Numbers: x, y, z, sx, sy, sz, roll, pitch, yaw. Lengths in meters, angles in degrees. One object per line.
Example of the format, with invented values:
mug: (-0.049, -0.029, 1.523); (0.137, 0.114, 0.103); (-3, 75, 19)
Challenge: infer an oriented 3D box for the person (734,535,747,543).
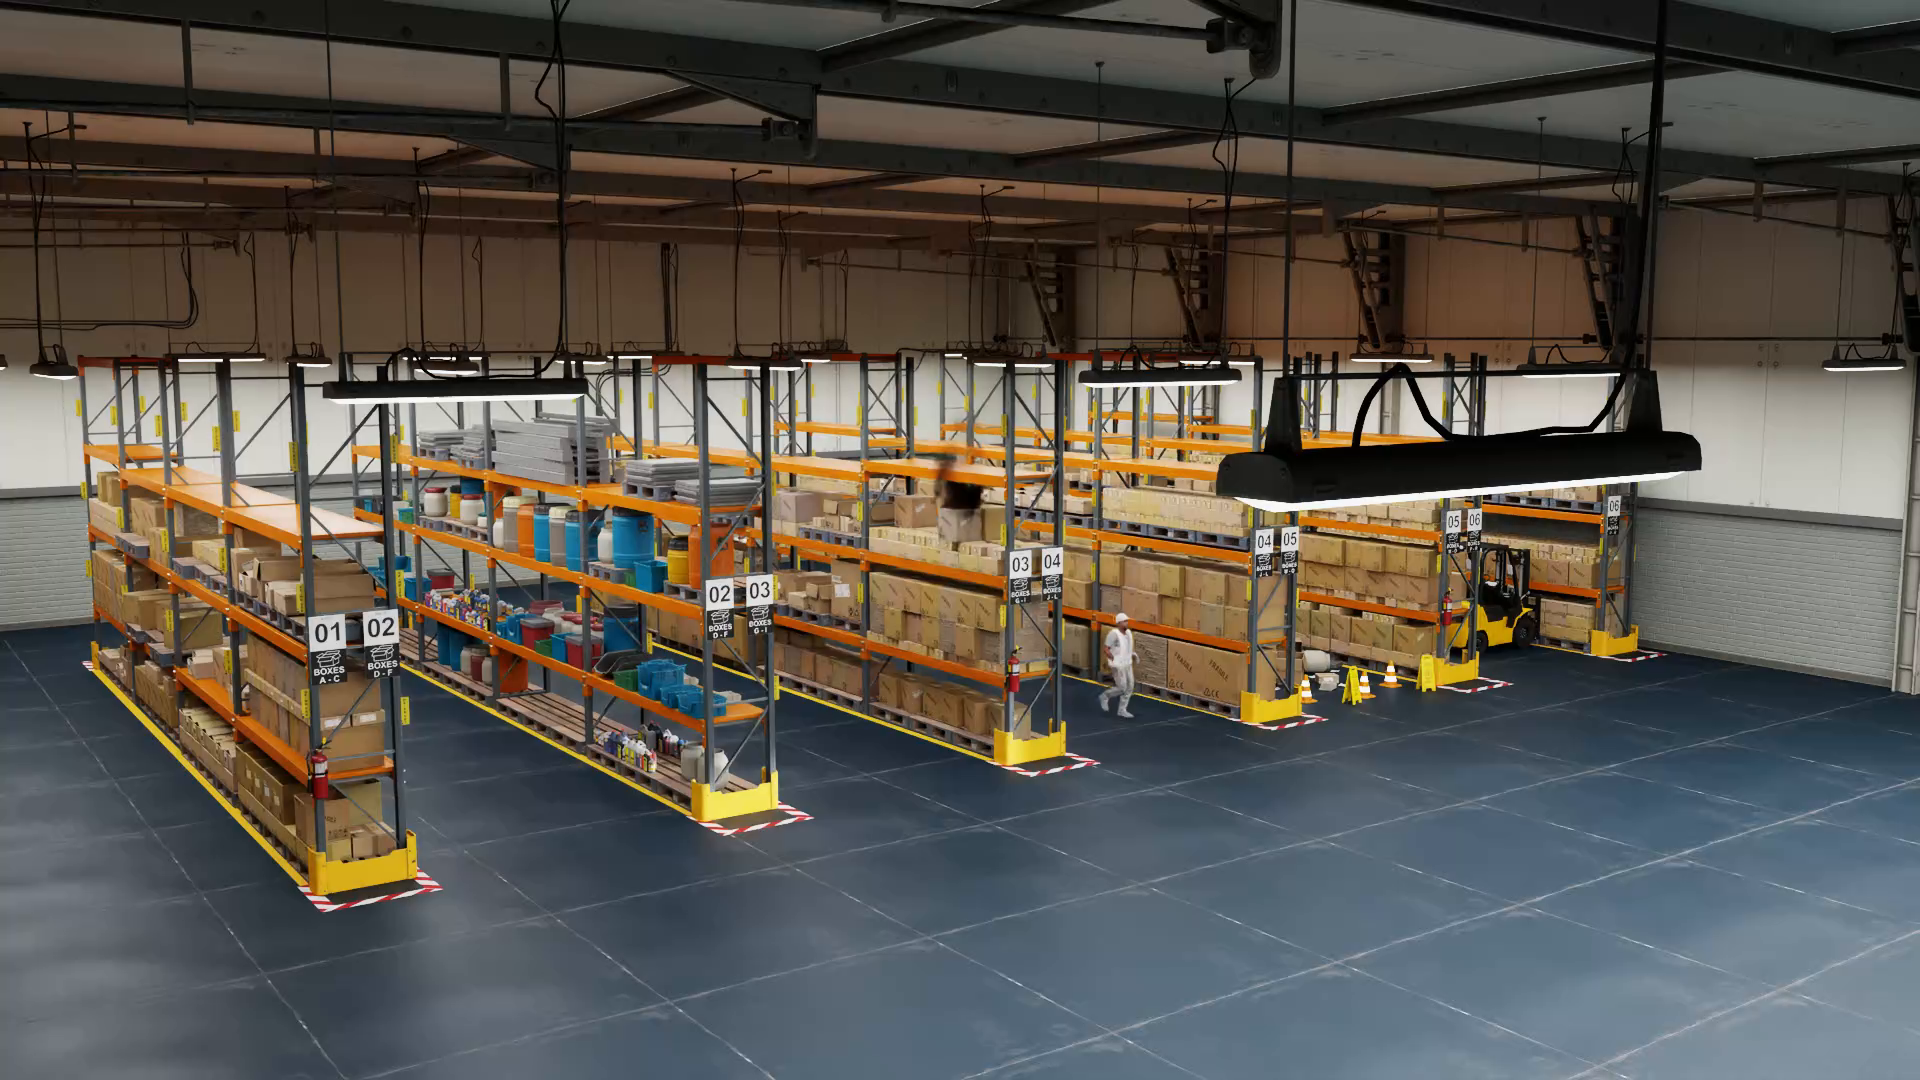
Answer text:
person: (-5.373, 0.562, 40.360); (0.687, 1.773, 0.912); (3, 7, 21)

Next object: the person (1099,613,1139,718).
person: (2.666, 2.087, 27.921); (0.619, 1.755, 0.704); (6, 9, 40)
